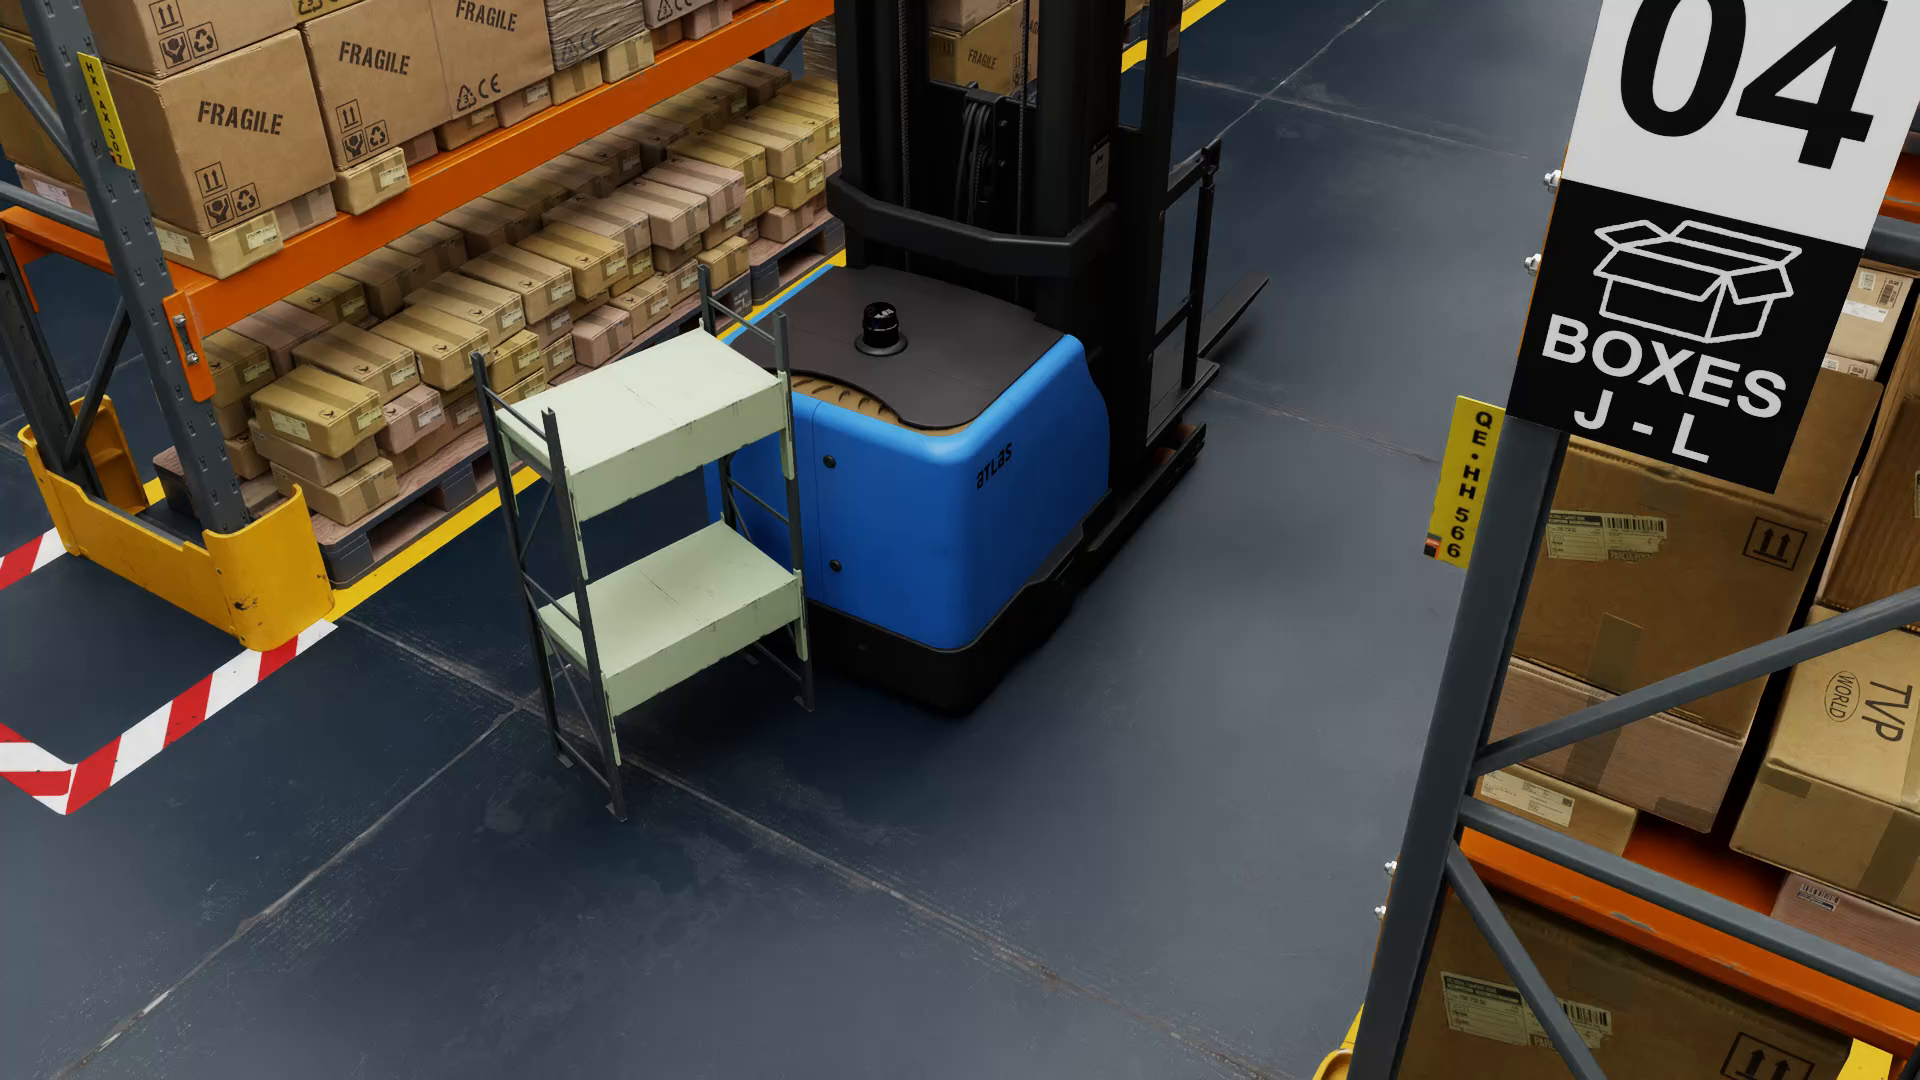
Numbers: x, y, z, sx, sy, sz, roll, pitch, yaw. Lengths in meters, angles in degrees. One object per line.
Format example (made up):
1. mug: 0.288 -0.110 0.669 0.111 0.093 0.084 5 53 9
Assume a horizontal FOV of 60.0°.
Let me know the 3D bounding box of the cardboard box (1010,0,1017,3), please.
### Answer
1. cardboard box: 0.209 -3.131 8.944 0.500 0.250 0.500 22 43 26

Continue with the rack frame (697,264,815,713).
1. rack frame: -0.622 -0.115 5.171 0.023 1.500 0.400 -29 46 -32

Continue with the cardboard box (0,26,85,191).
1. cardboard box: -2.813 -1.499 5.412 0.500 0.500 0.500 22 43 26

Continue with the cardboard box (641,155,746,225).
1. cardboard box: -1.167 -1.539 7.293 0.380 0.149 0.250 19 42 23

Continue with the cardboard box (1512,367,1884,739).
1. cardboard box: 1.337 -0.044 3.115 0.500 0.500 0.500 22 43 26

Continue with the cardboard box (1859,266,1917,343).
1. cardboard box: 2.424 -0.792 4.699 0.500 0.250 0.500 22 43 26

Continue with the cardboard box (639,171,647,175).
1. cardboard box: -1.465 -1.725 7.779 0.380 0.149 0.250 19 42 23

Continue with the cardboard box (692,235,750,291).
1. cardboard box: -1.170 -1.278 7.442 0.380 0.149 0.250 21 42 25

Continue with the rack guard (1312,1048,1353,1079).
1. rack guard: 1.285 1.651 3.699 1.175 0.500 0.348 21 42 25

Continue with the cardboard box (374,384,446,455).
1. cardboard box: -2.145 -0.490 6.176 0.380 0.149 0.250 21 42 25

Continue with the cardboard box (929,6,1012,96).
1. cardboard box: -0.074 -2.558 8.815 0.500 0.500 0.500 23 43 27

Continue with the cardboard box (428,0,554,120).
1. cardboard box: -1.824 -1.857 5.876 0.500 0.500 0.500 22 43 26

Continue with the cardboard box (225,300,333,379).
1. cardboard box: -2.584 -0.765 6.290 0.380 0.149 0.250 22 43 26

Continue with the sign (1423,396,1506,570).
1. sign: 0.847 -0.088 2.765 0.100 0.325 0.005 21 42 25

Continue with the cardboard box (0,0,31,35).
1. cardboard box: -2.801 -1.896 5.109 0.500 0.500 0.500 20 42 24

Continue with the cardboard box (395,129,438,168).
1. cardboard box: -2.072 -1.430 5.855 0.380 0.149 0.250 23 43 27

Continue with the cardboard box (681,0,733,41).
1. cardboard box: -1.168 -2.203 6.857 0.380 0.149 0.250 19 42 23

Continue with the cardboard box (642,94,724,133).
1. cardboard box: -1.345 -1.982 7.868 0.380 0.149 0.250 21 42 25

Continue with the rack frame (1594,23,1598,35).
1. rack frame: 1.297 -1.727 1.120 1.000 3.000 0.127 21 42 25

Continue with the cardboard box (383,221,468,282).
1. cardboard box: -2.263 -1.210 6.866 0.380 0.149 0.250 23 43 27

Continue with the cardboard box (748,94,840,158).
1. cardboard box: -0.768 -1.947 7.823 0.380 0.149 0.250 22 43 26

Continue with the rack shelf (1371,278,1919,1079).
1. rack shelf: 2.369 -0.097 4.509 1.077 0.370 4.000 21 42 25

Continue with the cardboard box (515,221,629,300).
1. cardboard box: -1.581 -1.143 6.779 0.380 0.149 0.250 22 43 26

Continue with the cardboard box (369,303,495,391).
1. cardboard box: -1.980 -0.727 6.240 0.380 0.149 0.250 21 42 25

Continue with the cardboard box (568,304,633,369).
1. cardboard box: -1.595 -0.879 6.924 0.380 0.149 0.250 19 42 23

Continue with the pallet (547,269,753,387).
1. pallet: -1.676 -0.994 7.367 1.003 0.211 1.213 21 42 25

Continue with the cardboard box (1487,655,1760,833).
1. cardboard box: 1.333 0.254 3.343 0.500 0.250 0.500 20 42 24

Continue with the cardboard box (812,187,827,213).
1. cardboard box: -0.826 -1.705 7.996 0.380 0.149 0.250 22 43 26

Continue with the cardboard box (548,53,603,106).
1. cardboard box: -1.593 -1.807 6.343 0.380 0.149 0.250 23 43 27

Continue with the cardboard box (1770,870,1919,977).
1. cardboard box: 1.766 0.673 3.126 0.380 0.149 0.250 22 43 26

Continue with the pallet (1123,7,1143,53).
1. pallet: 0.375 -3.017 9.990 1.003 0.211 1.213 21 42 25

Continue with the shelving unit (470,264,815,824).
1. shelving unit: -0.895 0.034 4.977 0.755 1.500 0.431 -29 46 -32

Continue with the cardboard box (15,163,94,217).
1. cardboard box: -2.900 -1.187 5.538 0.380 0.149 0.250 21 42 25

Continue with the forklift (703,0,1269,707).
1. forklift: 0.322 -1.491 5.784 1.130 2.935 3.031 20 42 24

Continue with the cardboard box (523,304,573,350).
1. cardboard box: -1.797 -0.909 6.720 0.380 0.149 0.250 19 42 23

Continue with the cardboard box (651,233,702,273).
1. cardboard box: -1.355 -1.323 7.256 0.380 0.149 0.250 19 42 23

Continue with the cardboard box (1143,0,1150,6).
1. cardboard box: 1.036 -3.635 10.212 0.500 0.500 0.500 23 43 27

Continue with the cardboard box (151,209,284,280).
1. cardboard box: -2.386 -0.986 5.278 0.380 0.149 0.250 21 42 25

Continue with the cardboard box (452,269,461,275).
1. cardboard box: -2.251 -1.086 6.949 0.380 0.149 0.250 22 43 26

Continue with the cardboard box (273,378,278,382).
1. cardboard box: -2.609 -0.663 6.401 0.380 0.149 0.250 20 42 24

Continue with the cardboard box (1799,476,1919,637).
1. cardboard box: 2.055 0.161 3.463 0.500 0.250 0.500 21 42 25

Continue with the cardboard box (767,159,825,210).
1. cardboard box: -0.857 -1.689 7.732 0.380 0.149 0.250 20 42 24

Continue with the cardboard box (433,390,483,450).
1. cardboard box: -2.087 -0.520 6.459 0.380 0.149 0.250 22 43 26

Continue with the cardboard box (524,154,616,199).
1. cardboard box: -1.747 -1.568 7.331 0.380 0.149 0.250 19 42 23
